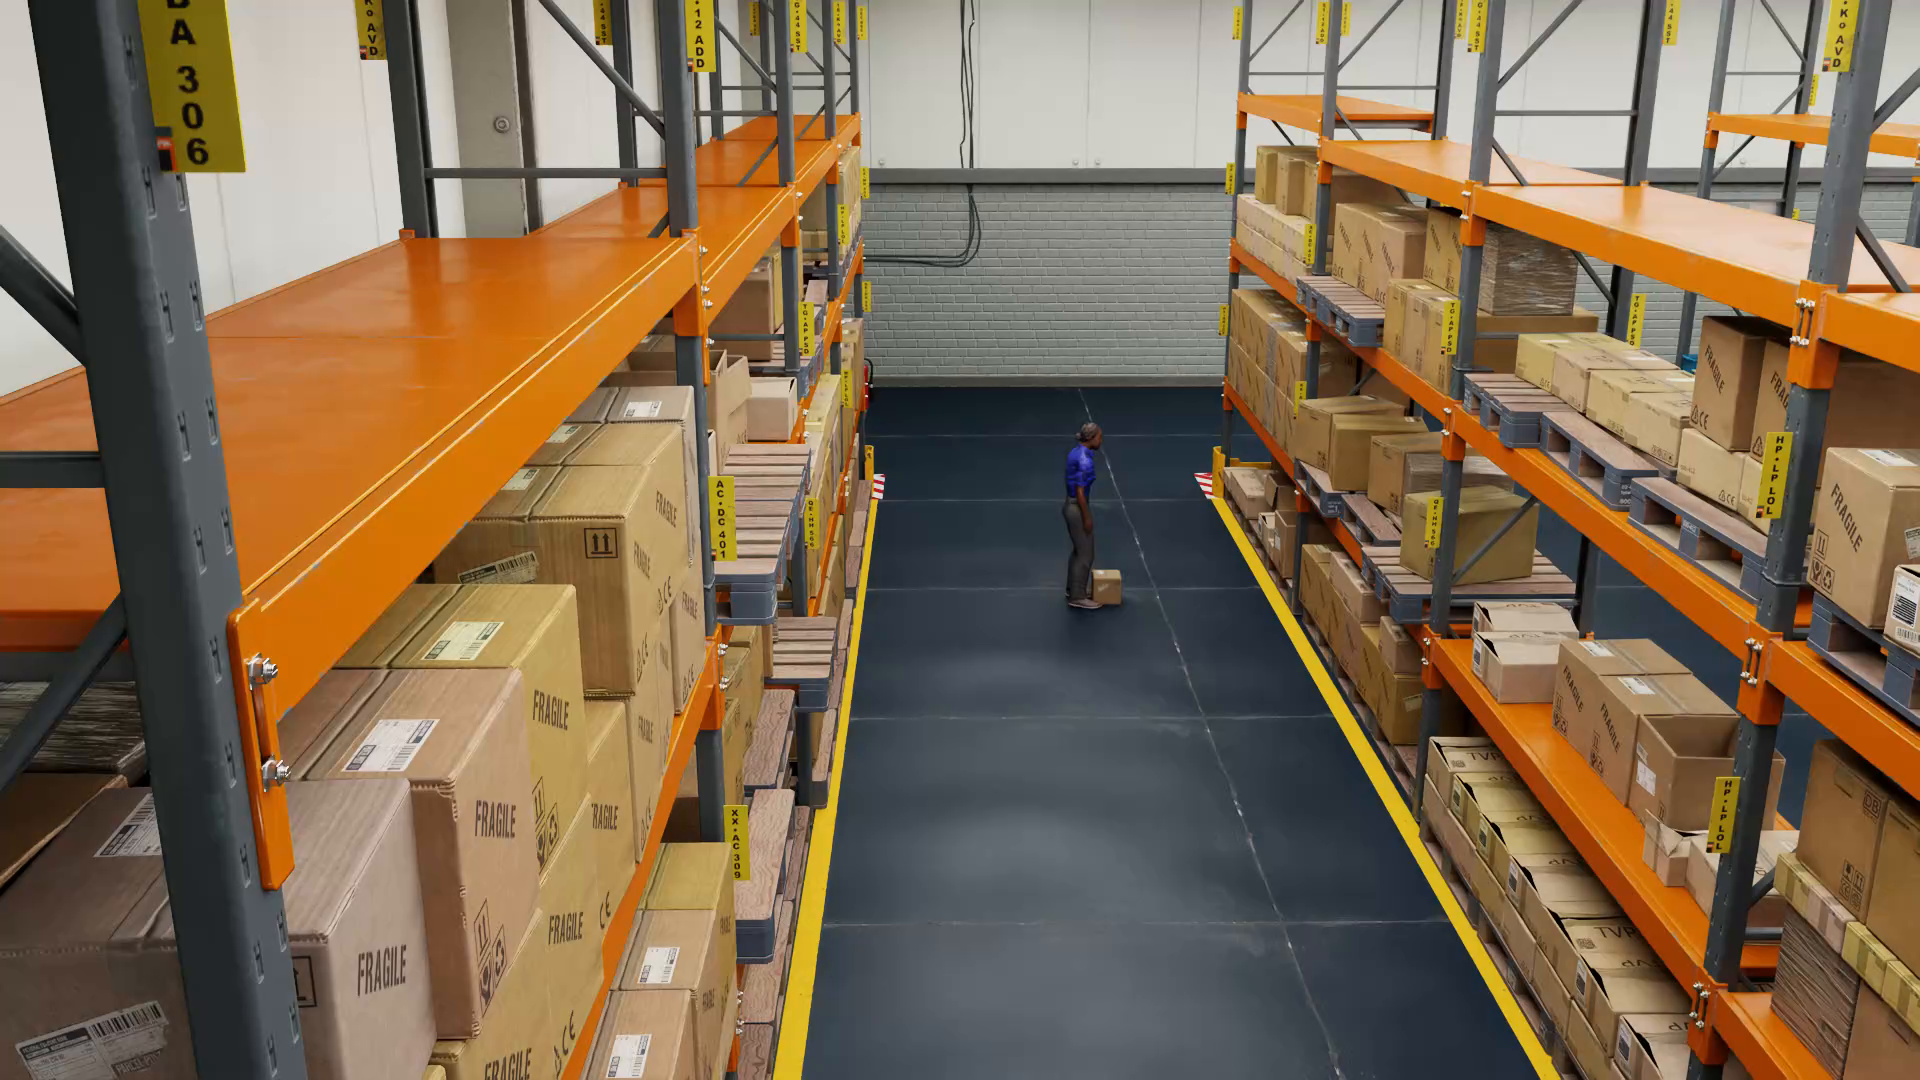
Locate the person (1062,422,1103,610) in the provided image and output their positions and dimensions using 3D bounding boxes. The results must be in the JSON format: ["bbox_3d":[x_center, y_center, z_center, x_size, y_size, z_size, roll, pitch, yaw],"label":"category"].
[{"bbox_3d":[1.093,-0.239,14.849,0.349,1.655,0.532,-1,17,-4],"label":"person"}]
